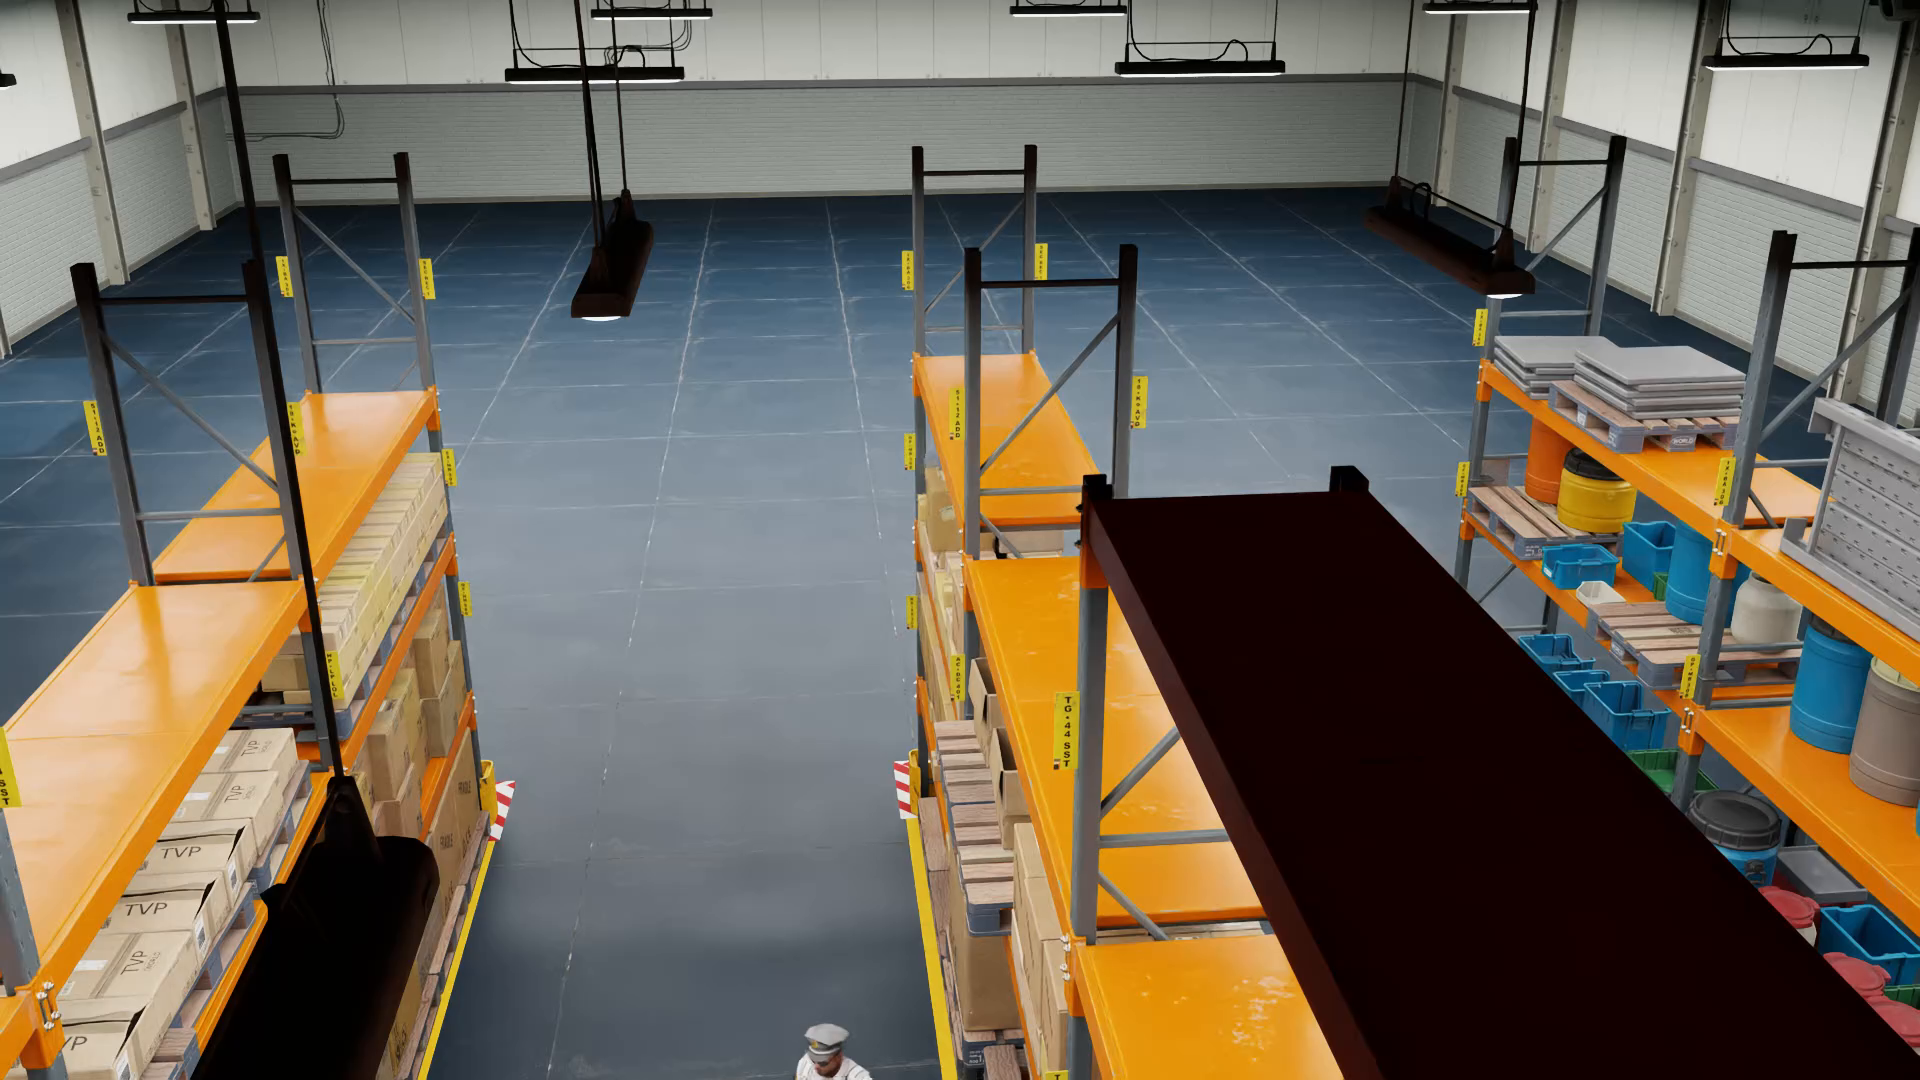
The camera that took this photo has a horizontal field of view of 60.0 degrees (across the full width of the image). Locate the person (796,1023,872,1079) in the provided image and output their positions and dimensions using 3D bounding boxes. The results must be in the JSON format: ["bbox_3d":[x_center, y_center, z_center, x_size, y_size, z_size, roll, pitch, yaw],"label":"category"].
[{"bbox_3d":[-0.728,3.630,10.097,0.583,1.745,0.559,12,24,27],"label":"person"}]
